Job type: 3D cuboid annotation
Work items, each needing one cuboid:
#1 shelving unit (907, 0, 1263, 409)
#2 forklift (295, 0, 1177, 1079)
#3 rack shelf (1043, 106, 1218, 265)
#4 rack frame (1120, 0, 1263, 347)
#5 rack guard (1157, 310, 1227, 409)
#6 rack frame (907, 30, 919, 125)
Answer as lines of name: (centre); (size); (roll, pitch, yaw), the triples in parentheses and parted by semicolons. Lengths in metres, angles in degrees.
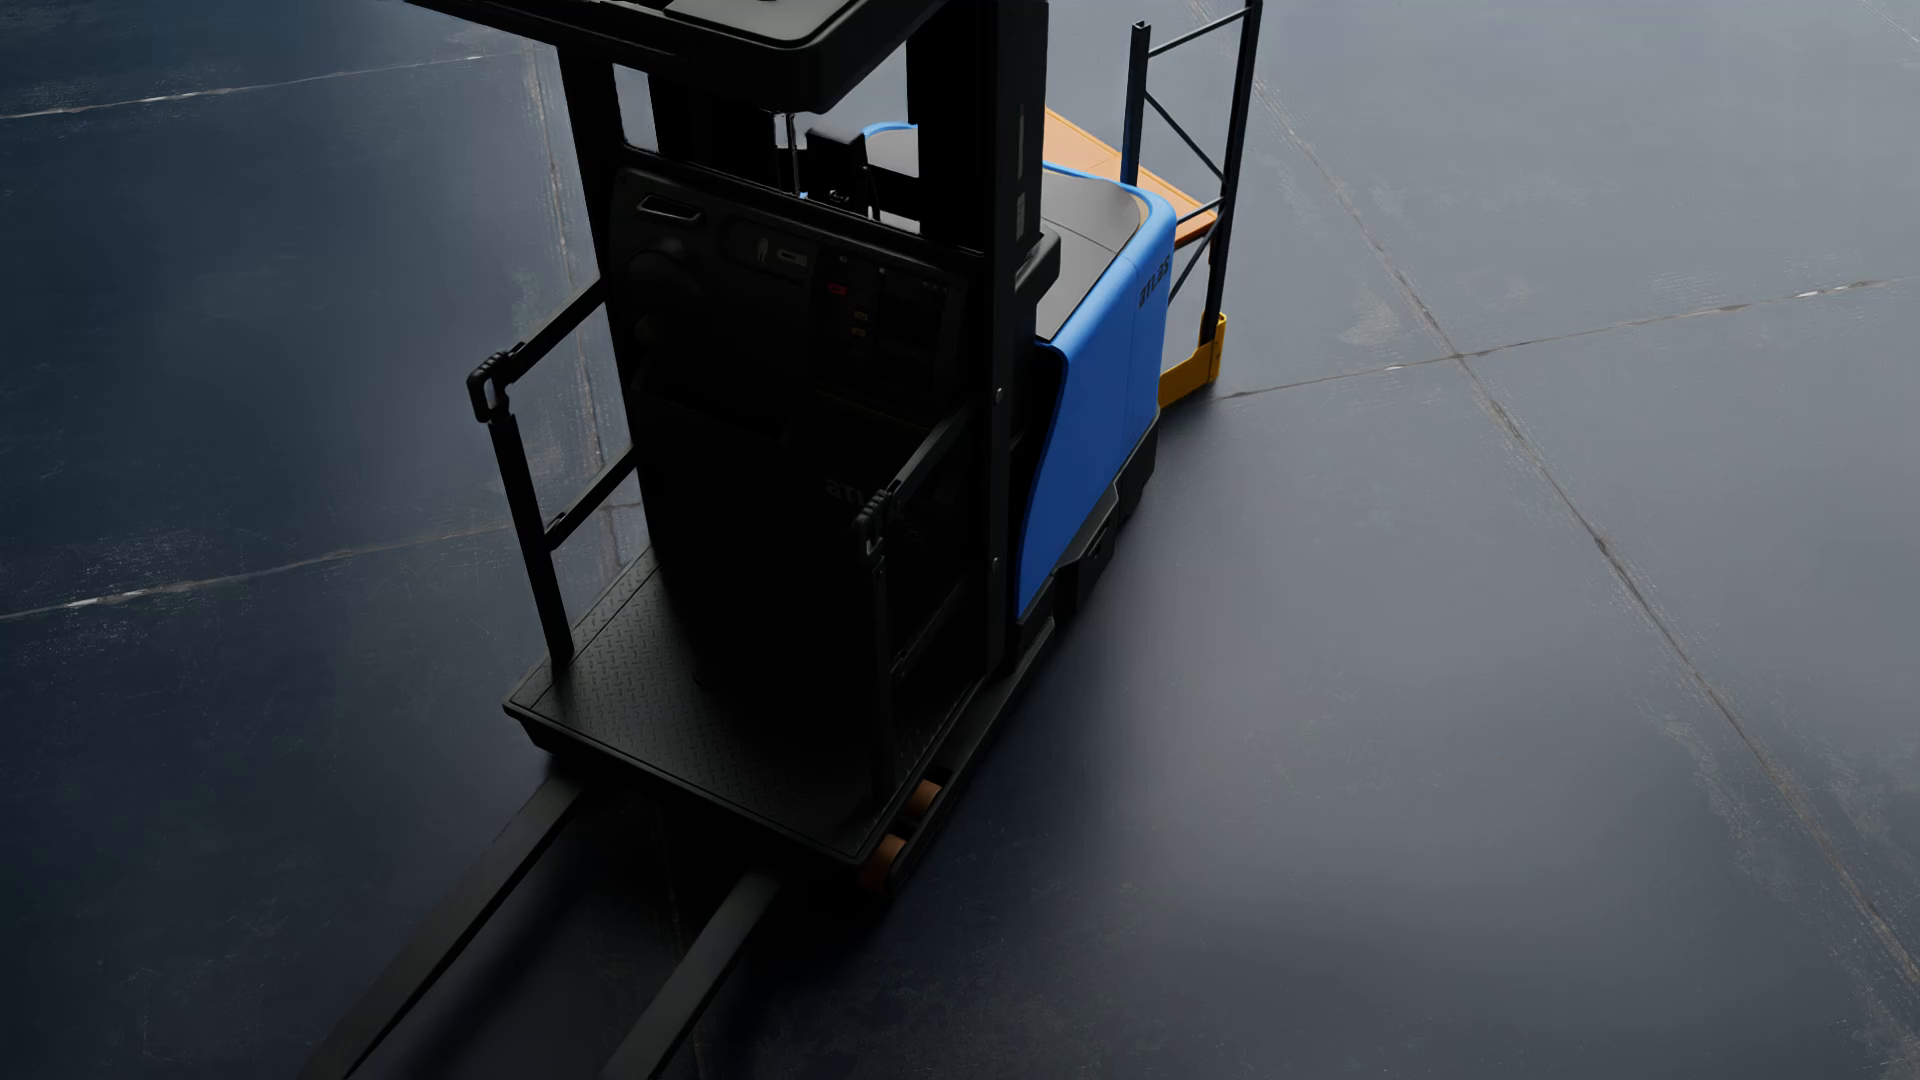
shelving unit: (0.344, -1.268, 5.443); (0.587, 1.500, 1.083); (-30, 53, -26)
forklift: (-0.502, -0.471, 3.660); (1.130, 2.935, 3.031); (21, 49, 19)
rack shelf: (0.350, -1.138, 5.567); (0.538, 0.185, 1.000); (-30, 53, -26)
rack frame: (0.671, -0.982, 5.162); (0.500, 1.500, 0.032); (-30, 53, -26)
rack guard: (0.659, -0.555, 5.619); (0.587, 0.250, 0.087); (-30, 53, -26)
rack frame: (0.029, -1.545, 5.714); (0.500, 1.500, 0.032); (-30, 53, -26)
